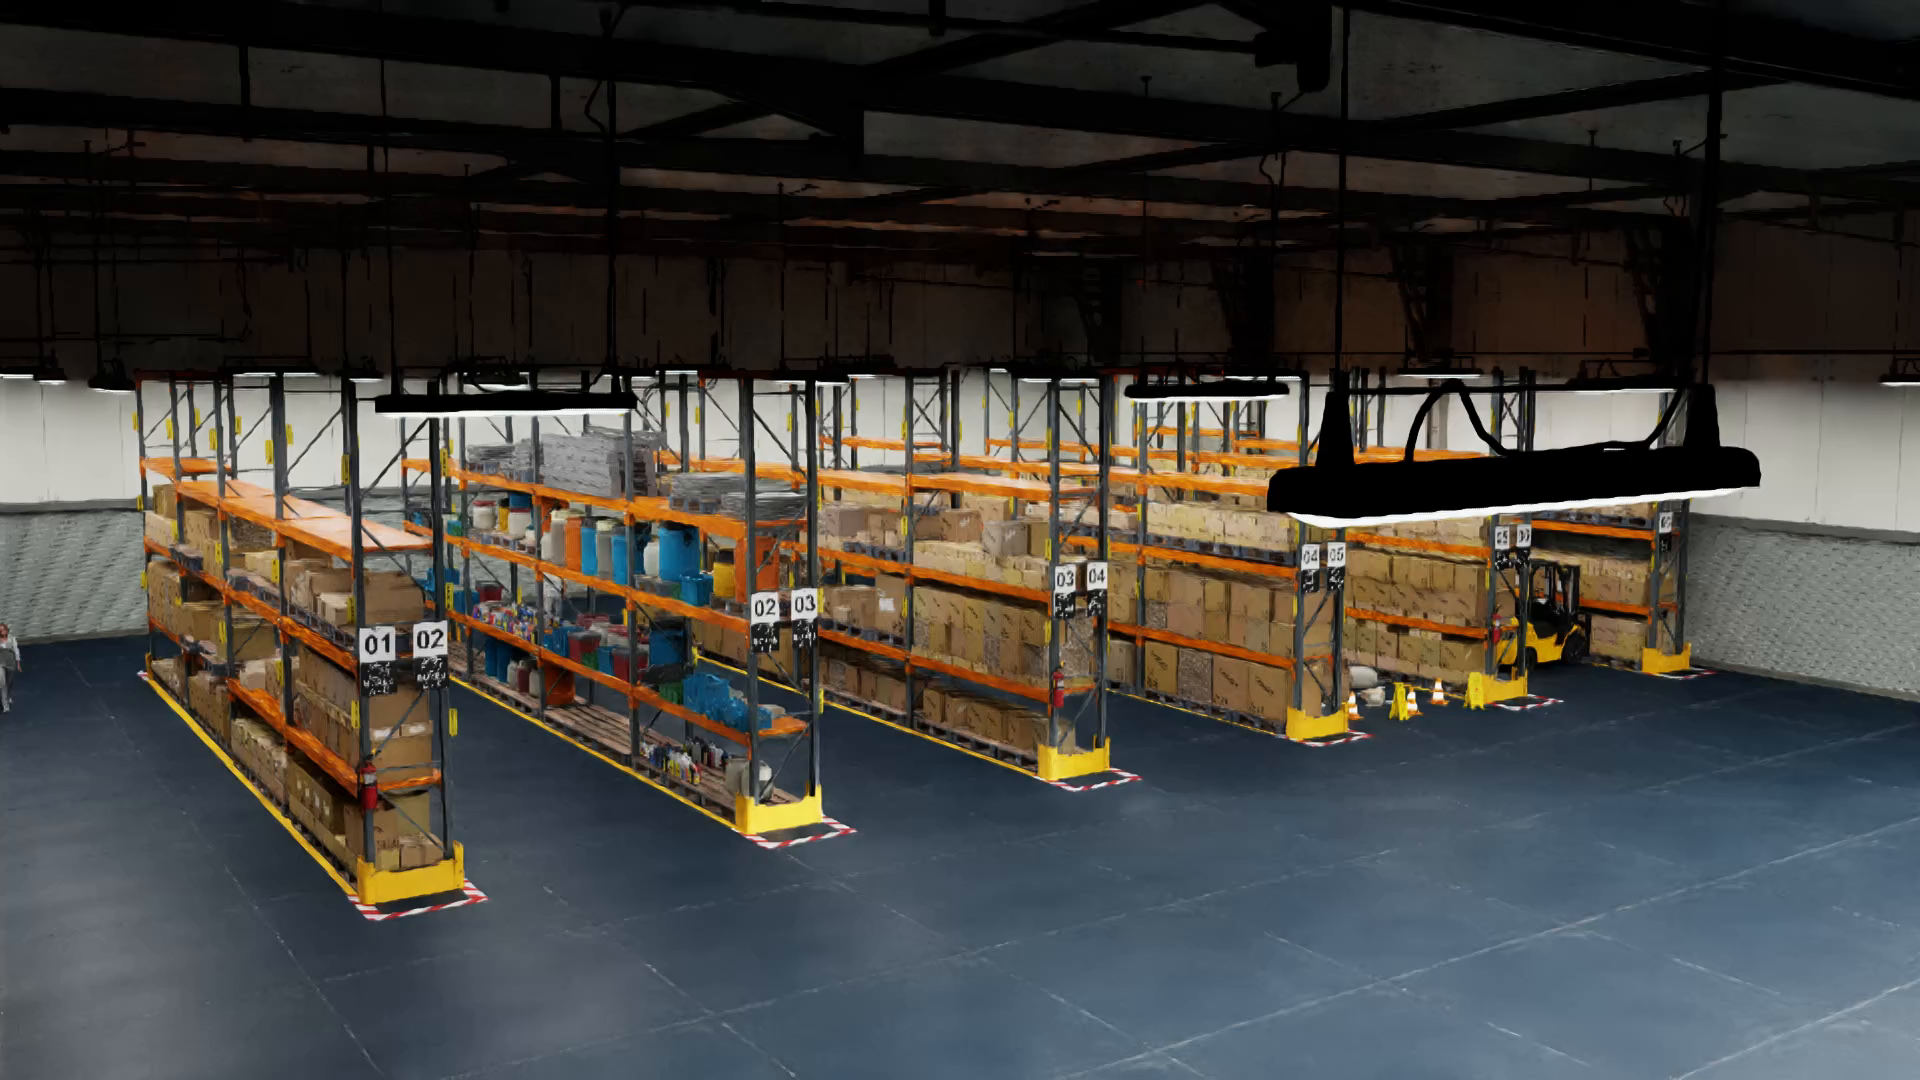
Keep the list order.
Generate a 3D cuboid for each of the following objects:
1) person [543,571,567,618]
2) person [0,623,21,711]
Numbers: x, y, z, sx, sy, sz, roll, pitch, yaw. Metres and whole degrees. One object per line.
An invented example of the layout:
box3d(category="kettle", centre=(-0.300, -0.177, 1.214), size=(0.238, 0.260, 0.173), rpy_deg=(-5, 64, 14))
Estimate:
box3d(category="person", centre=(-9.246, 1.233, 37.698), size=(0.682, 1.715, 0.542), rpy_deg=(-5, 8, -36))
box3d(category="person", centre=(-16.942, 2.226, 29.555), size=(0.430, 1.540, 0.948), rpy_deg=(-5, 8, -35))
